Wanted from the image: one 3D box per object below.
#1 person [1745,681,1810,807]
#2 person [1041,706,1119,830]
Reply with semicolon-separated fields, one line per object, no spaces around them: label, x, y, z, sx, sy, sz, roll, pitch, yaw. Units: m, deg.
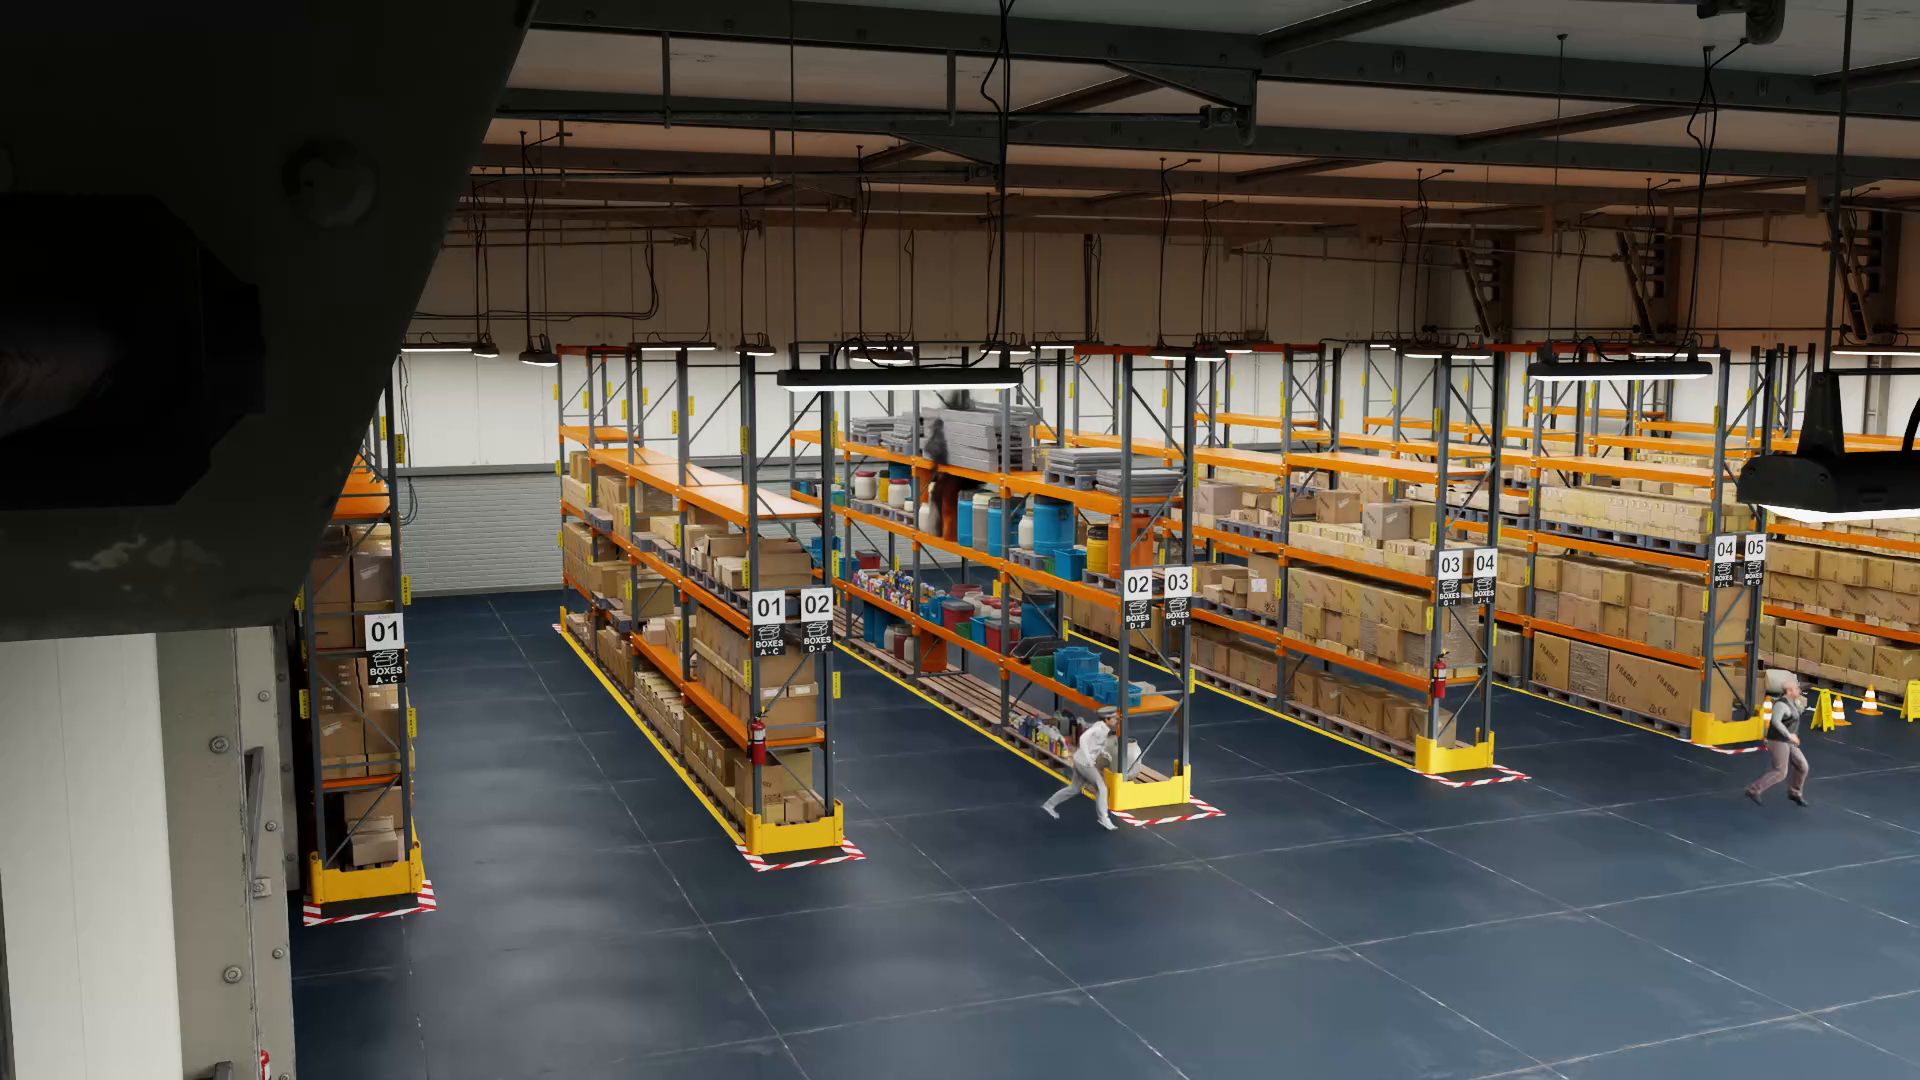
person;10.900;2.717;22.063;0.739;1.721;0.888;5;9;33
person;1.542;2.898;21.077;0.933;1.628;0.656;1;7;11
